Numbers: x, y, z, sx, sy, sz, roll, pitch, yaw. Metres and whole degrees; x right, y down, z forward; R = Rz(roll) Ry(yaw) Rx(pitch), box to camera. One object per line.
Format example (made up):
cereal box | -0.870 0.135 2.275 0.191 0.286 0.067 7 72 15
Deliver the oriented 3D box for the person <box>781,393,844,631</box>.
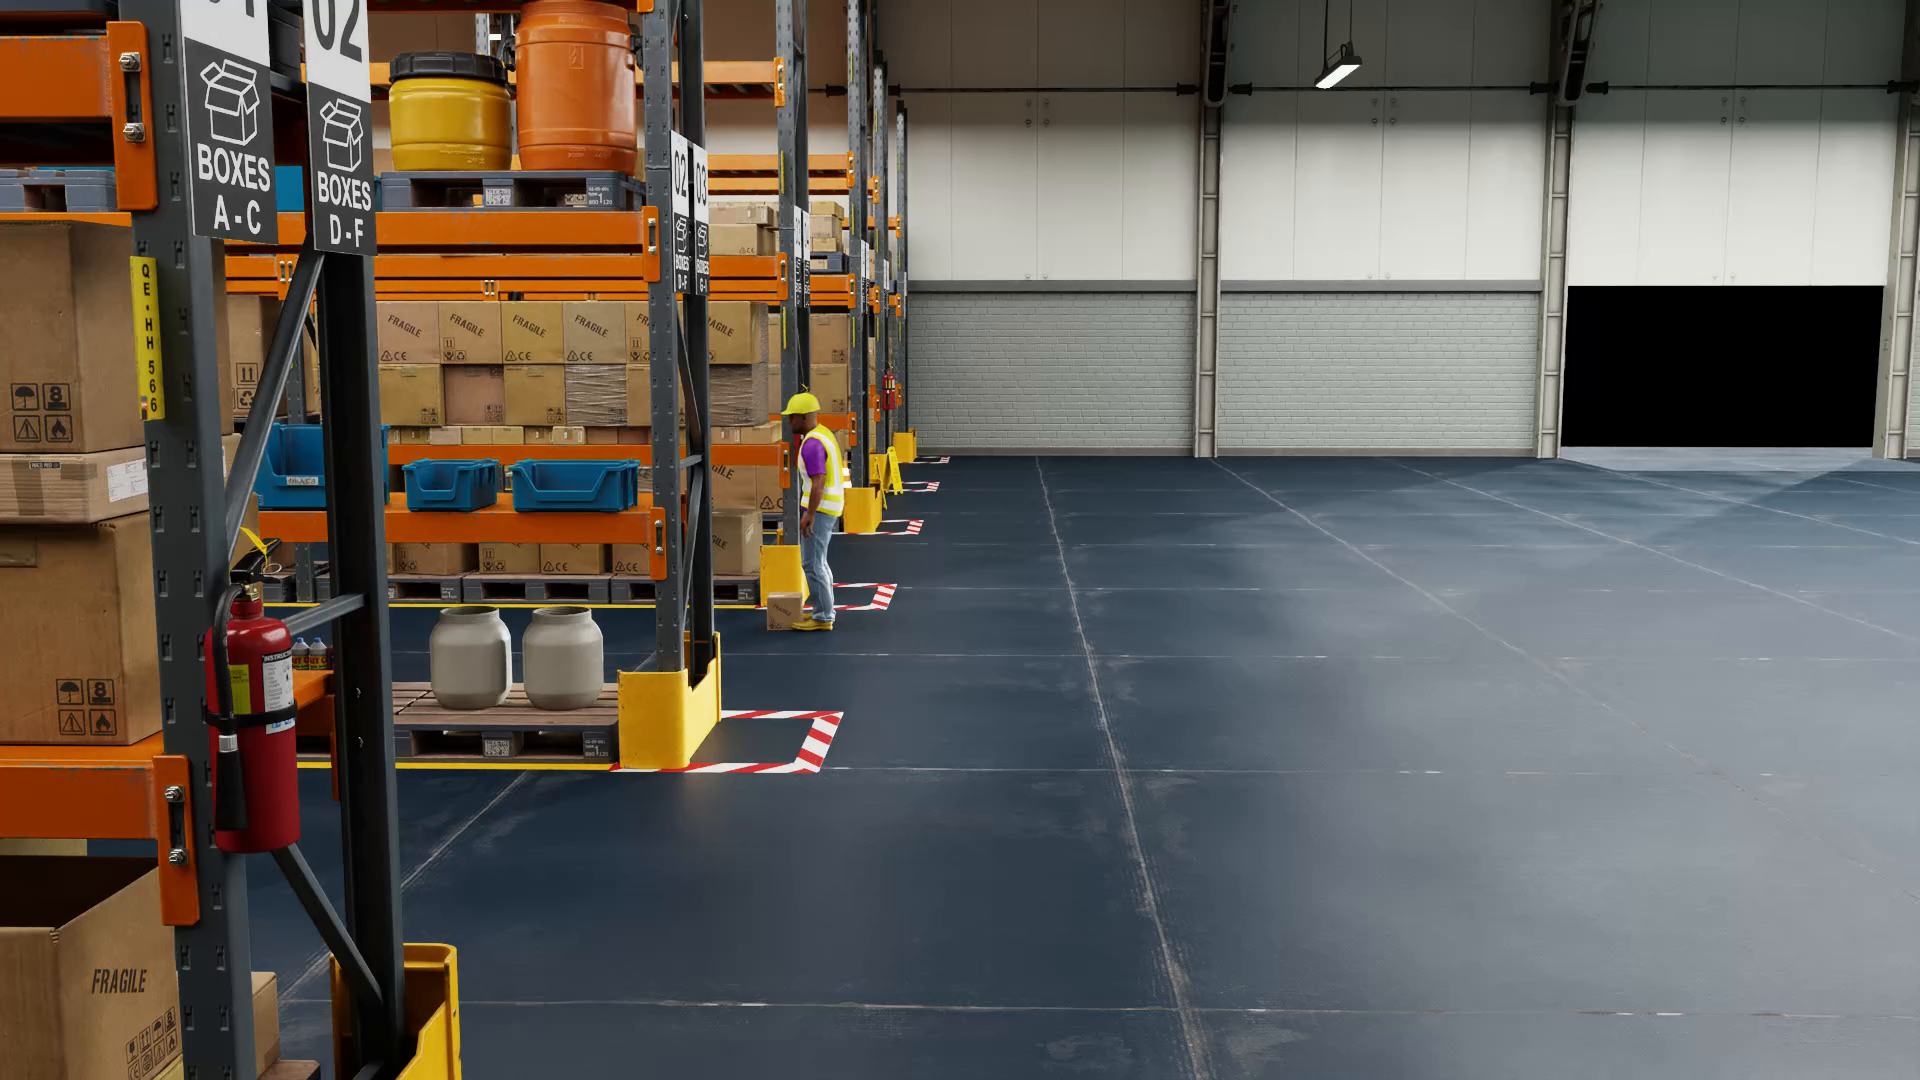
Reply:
person | -1.092 -0.215 12.400 0.463 1.760 0.631 0 7 1
